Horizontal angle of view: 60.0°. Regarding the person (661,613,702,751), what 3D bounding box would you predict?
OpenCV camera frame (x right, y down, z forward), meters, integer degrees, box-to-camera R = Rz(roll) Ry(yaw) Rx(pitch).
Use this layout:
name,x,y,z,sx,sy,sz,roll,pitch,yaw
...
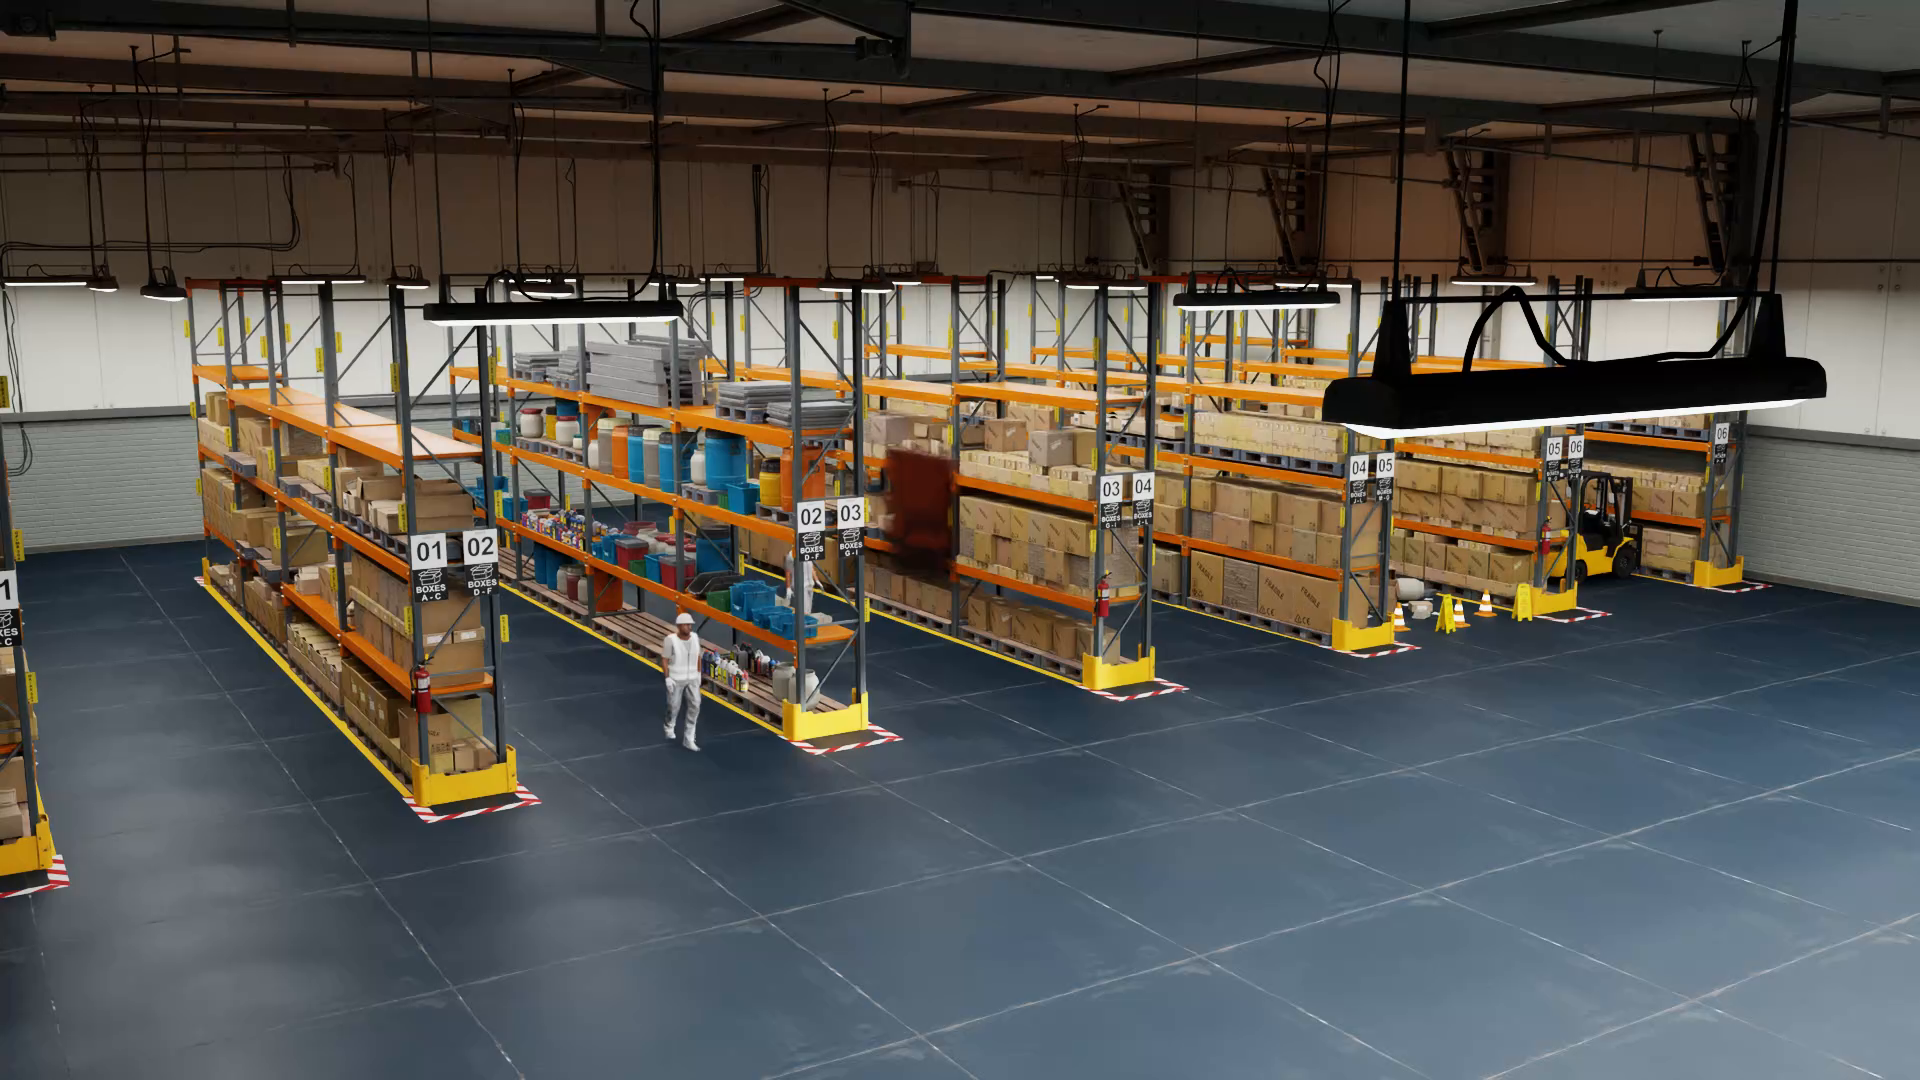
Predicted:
name,x,y,z,sx,sy,sz,roll,pitch,yaw
person,-3.633,1.847,21.871,0.656,1.802,0.734,-8,12,-39

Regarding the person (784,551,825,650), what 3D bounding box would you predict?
name,x,y,z,sx,sy,sz,roll,pitch,yaw
person,-2.363,0.796,26.225,0.731,1.805,0.580,6,11,33
